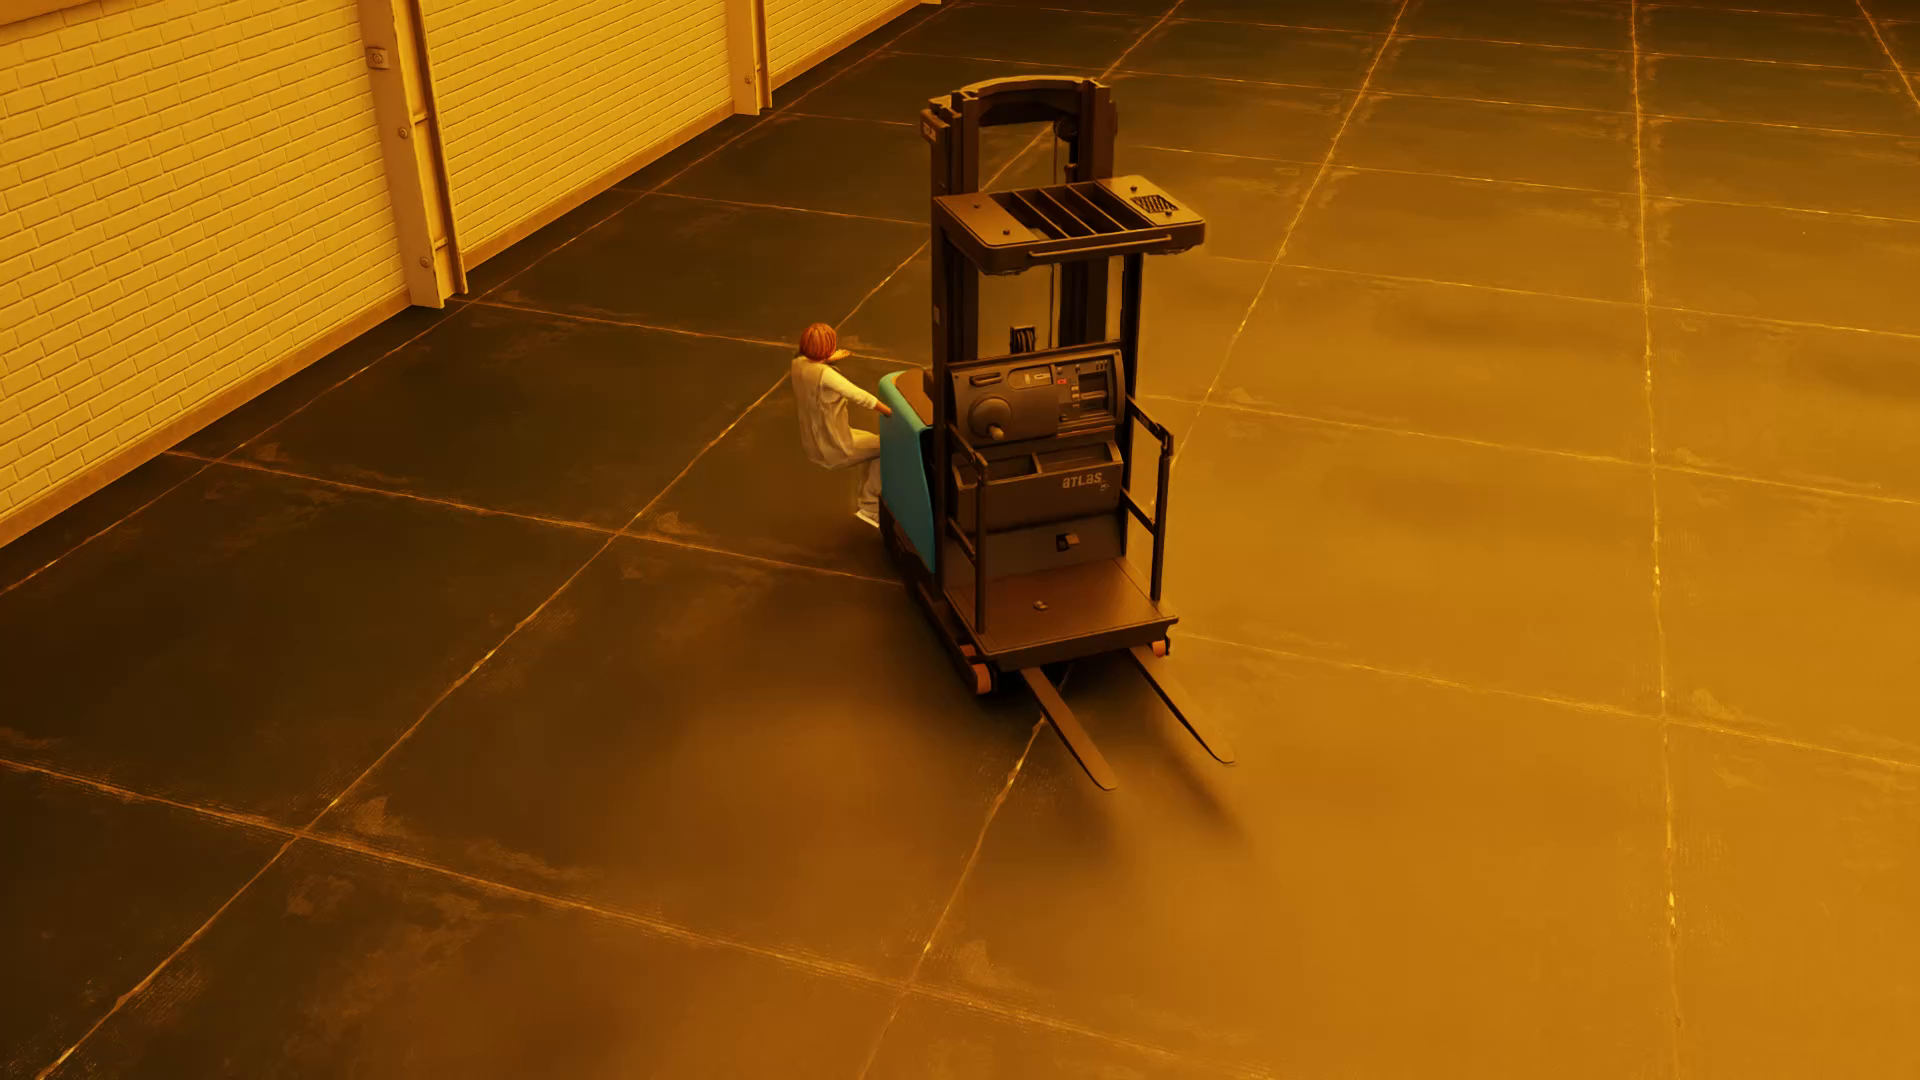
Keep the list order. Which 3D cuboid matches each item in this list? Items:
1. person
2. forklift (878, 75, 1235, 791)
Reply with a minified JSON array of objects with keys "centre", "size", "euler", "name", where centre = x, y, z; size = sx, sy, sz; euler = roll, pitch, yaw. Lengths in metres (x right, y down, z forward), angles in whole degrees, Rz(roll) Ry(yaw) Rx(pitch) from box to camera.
[{"centre":[-0.597,-0.683,9.827],"size":[0.906,1.354,0.752],"euler":[26,39,37],"name":"person"},{"centre":[0.480,-0.693,8.353],"size":[1.130,2.935,3.031],"euler":[-10,31,-17],"name":"forklift"}]
